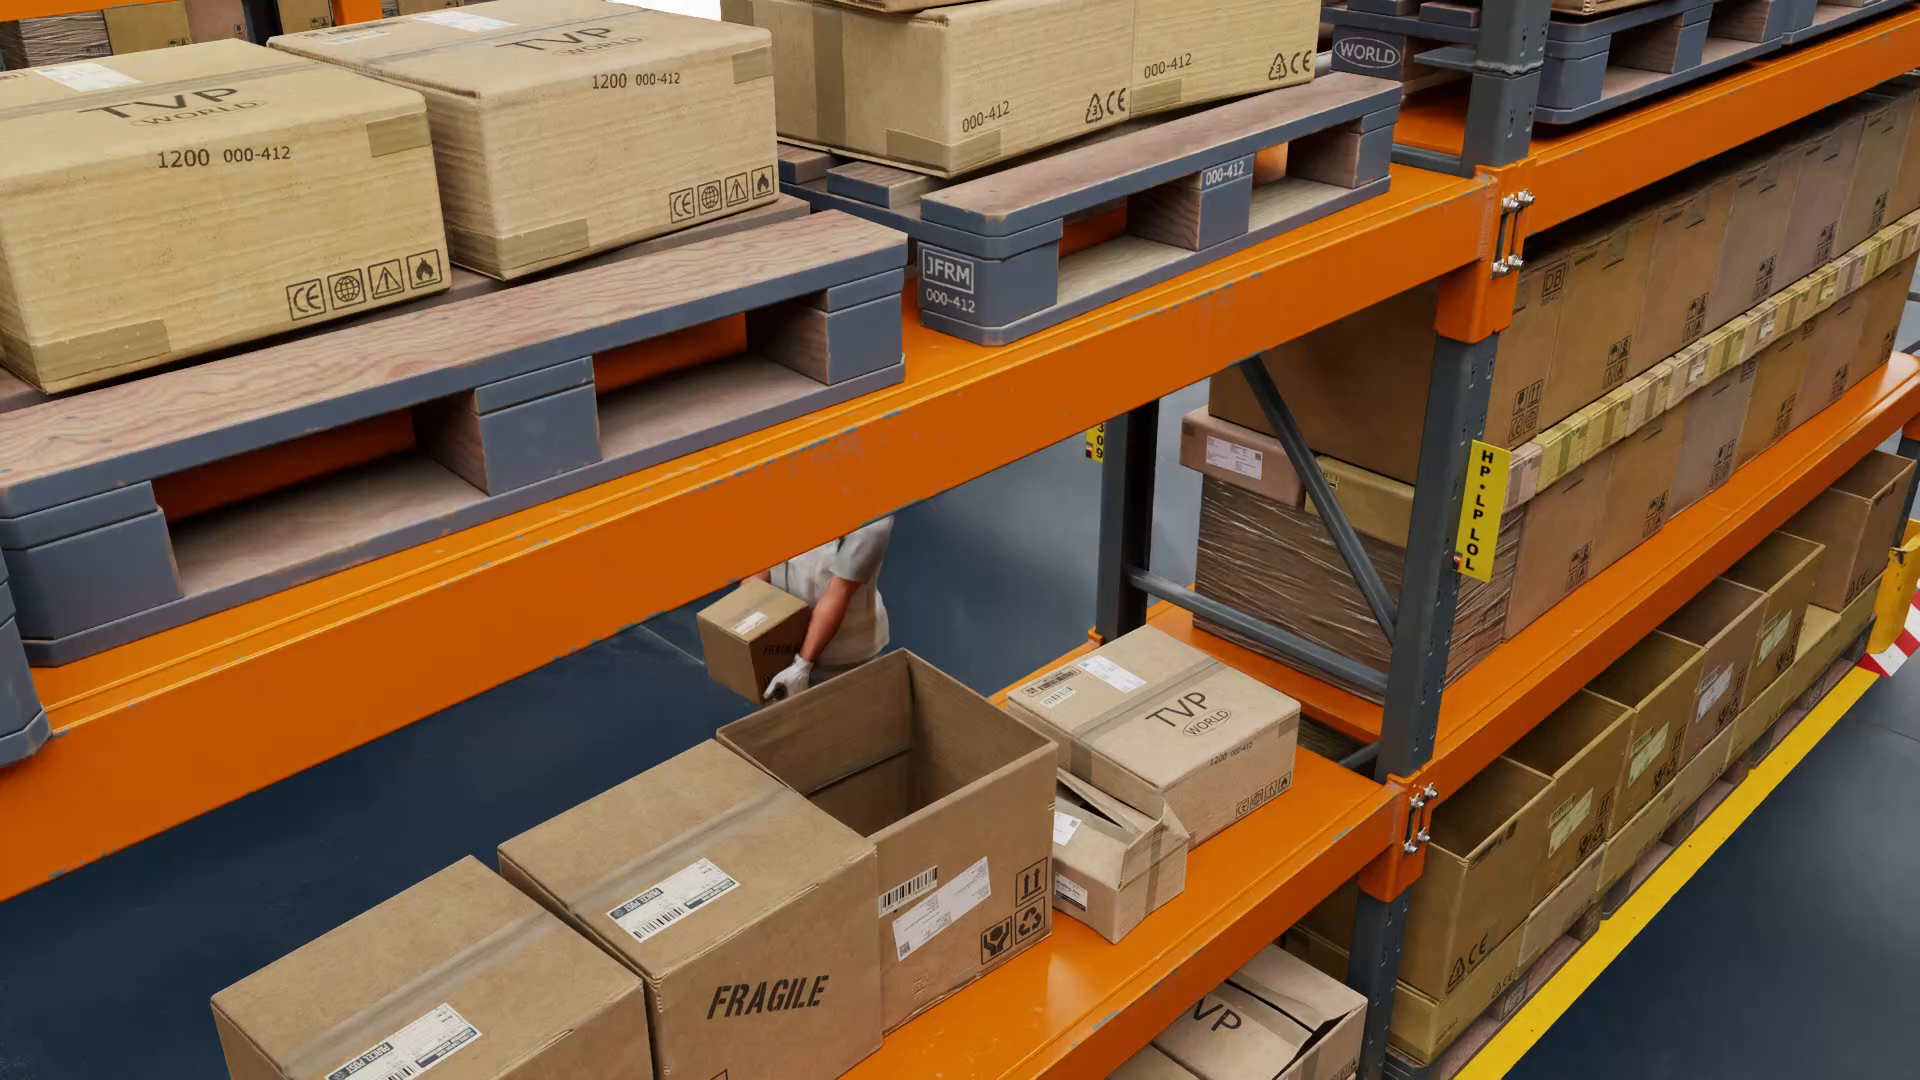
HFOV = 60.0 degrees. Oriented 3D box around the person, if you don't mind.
[{"bbox_3d":[-0.496,0.390,5.345,0.495,1.787,0.551,24,36,38],"label":"person"}]
